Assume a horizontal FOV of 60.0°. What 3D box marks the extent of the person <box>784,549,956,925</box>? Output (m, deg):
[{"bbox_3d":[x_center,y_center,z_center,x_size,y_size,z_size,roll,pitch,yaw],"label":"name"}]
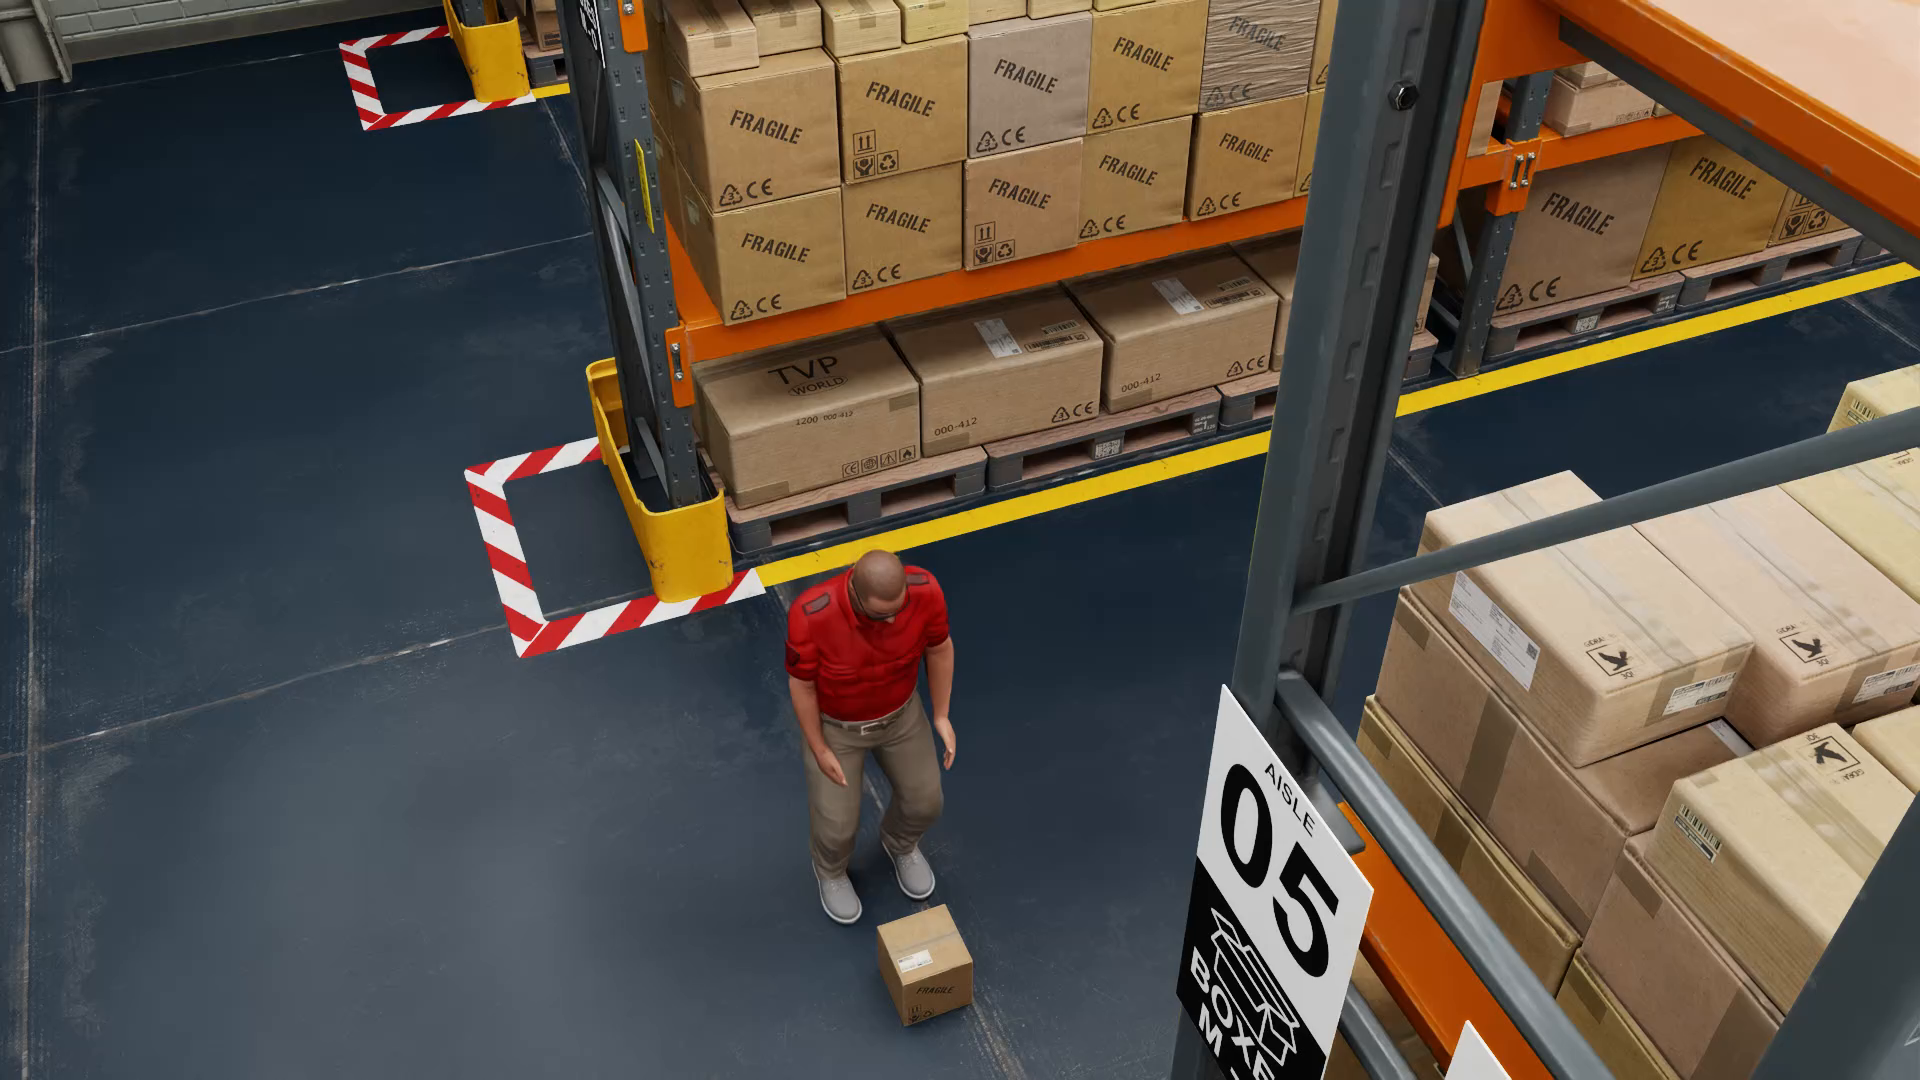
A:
[{"bbox_3d":[-0.288,0.604,5.545,0.561,1.666,0.442,-14,43,-16],"label":"person"}]
